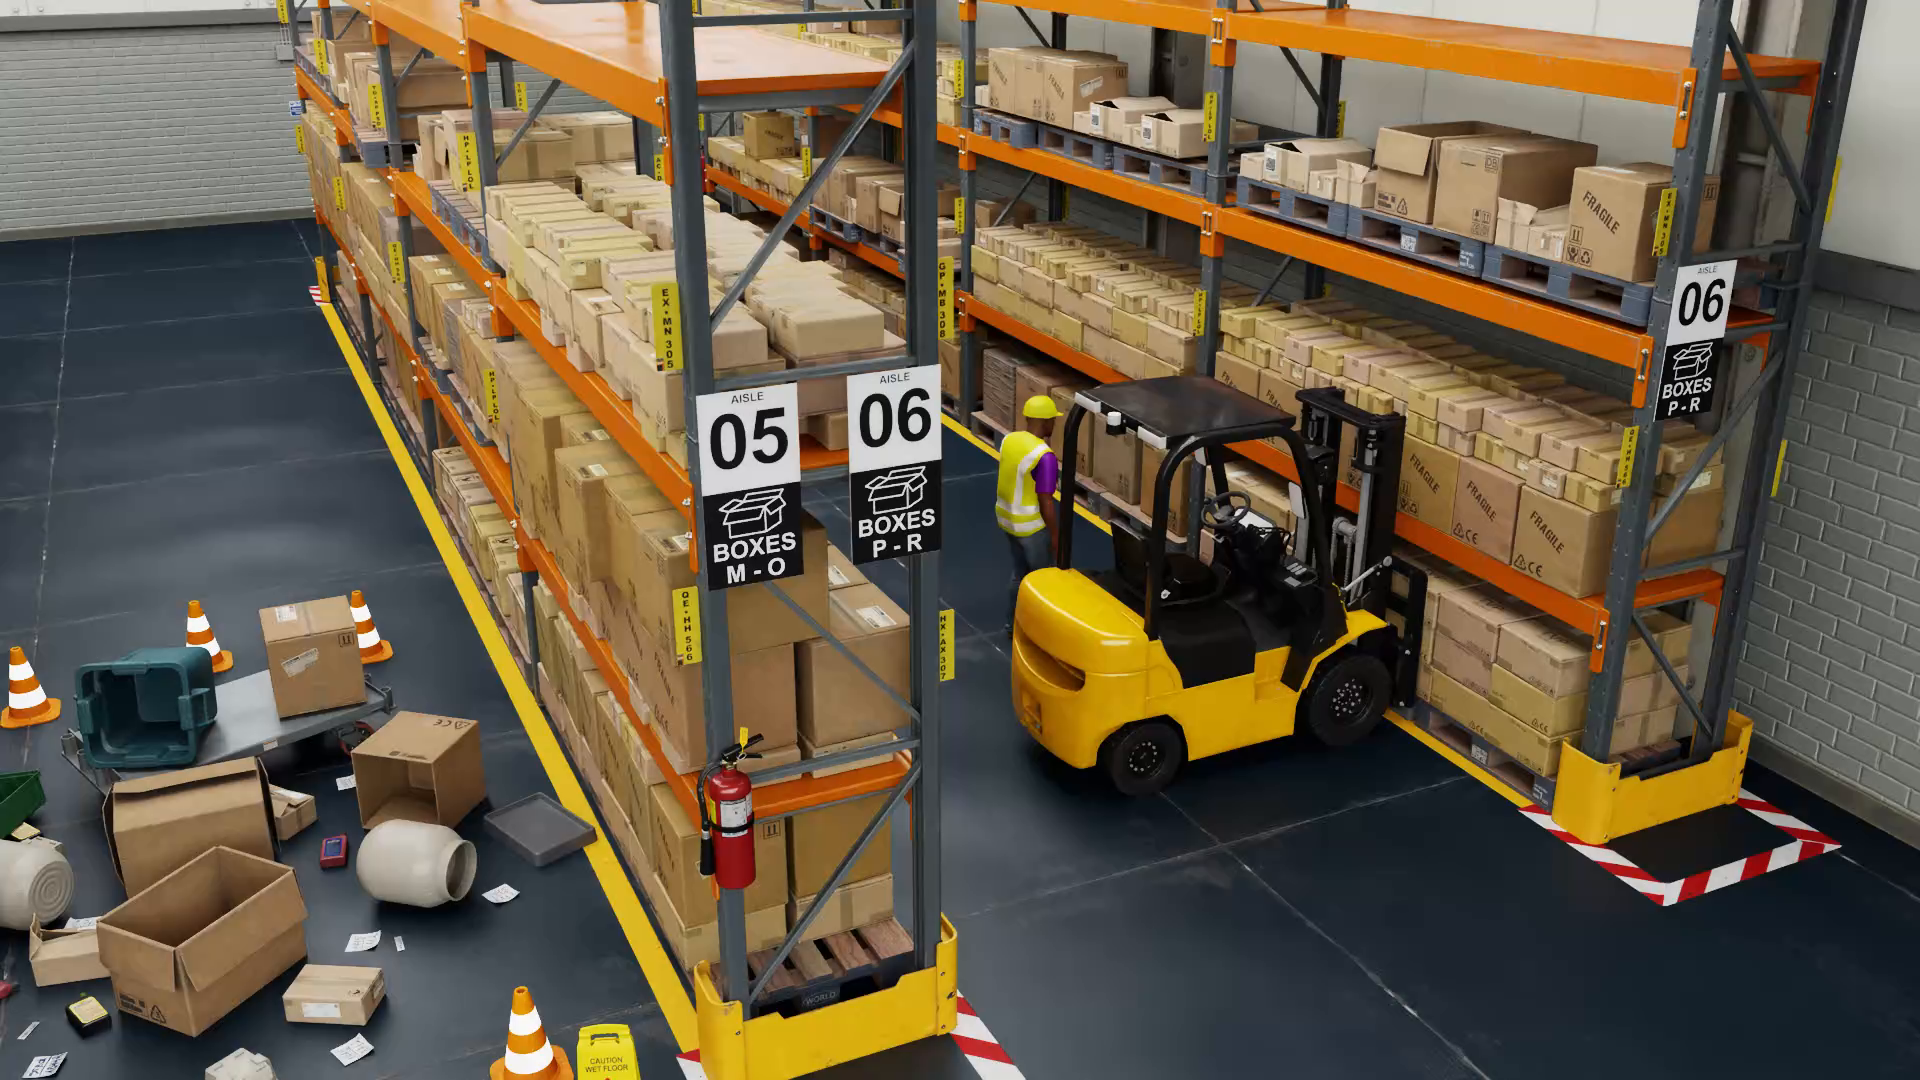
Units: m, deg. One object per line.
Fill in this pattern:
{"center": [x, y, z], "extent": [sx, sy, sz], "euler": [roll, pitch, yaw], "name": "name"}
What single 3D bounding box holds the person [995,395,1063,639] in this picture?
{"center": [0.491, -0.121, 11.299], "extent": [0.460, 1.759, 0.630], "euler": [-12, 25, -27], "name": "person"}
